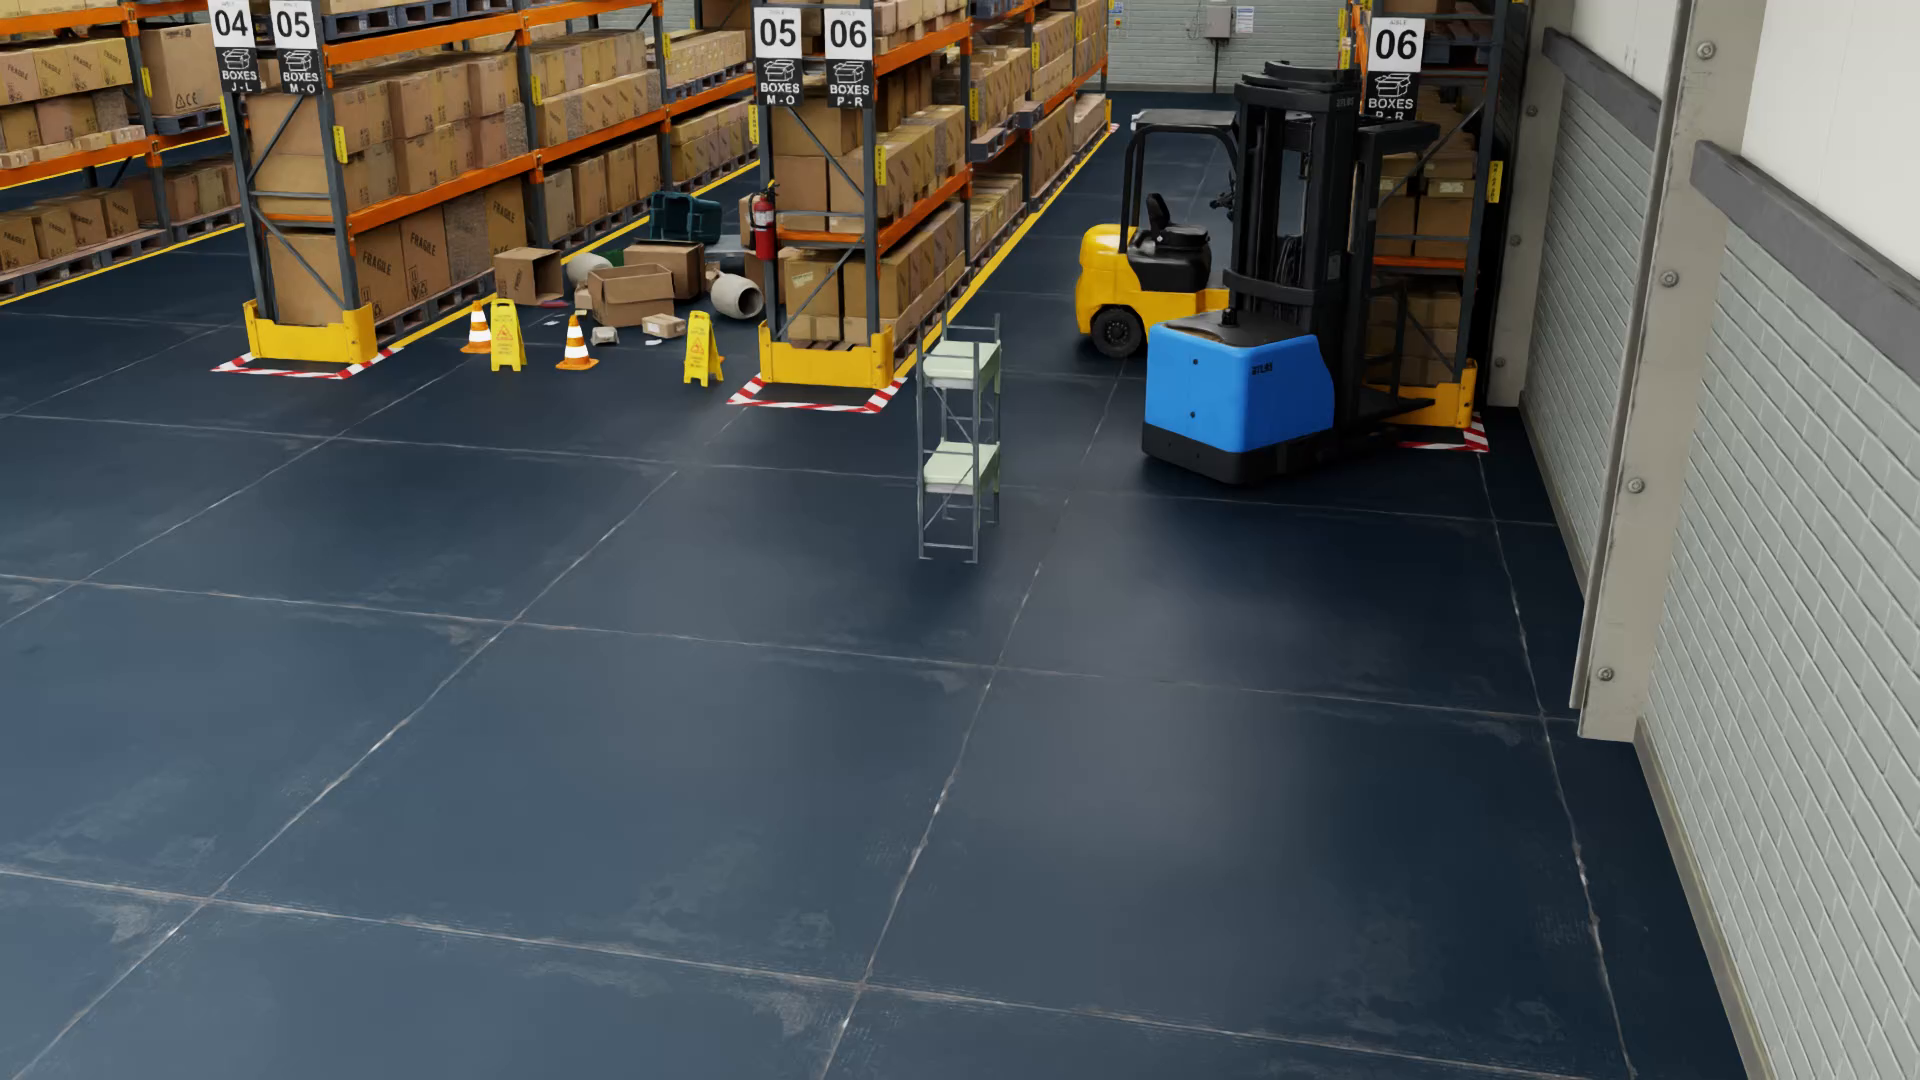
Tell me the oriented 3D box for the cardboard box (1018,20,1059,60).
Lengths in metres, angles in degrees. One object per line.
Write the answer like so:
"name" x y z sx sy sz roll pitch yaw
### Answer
"cardboard box" 1.086 -6.949 23.120 0.500 0.500 0.500 5 22 12

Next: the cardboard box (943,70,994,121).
"cardboard box" 0.089 -4.972 18.589 0.500 0.500 0.500 5 22 11

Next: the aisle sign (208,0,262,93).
"aisle sign" -6.380 -4.340 14.635 0.394 0.787 0.004 4 22 11

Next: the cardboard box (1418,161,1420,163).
"cardboard box" 4.322 -3.187 15.117 0.500 0.500 0.500 5 22 12

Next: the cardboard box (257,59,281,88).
"cardboard box" -9.361 -6.307 22.302 0.700 0.500 0.500 8 23 19

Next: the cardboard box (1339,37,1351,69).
"cardboard box" 5.786 -6.890 23.750 0.700 0.500 0.500 5 22 12

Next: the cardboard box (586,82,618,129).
"cardboard box" -4.574 -5.371 20.541 0.500 0.500 0.500 5 22 12

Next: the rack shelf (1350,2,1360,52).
"rack shelf" 4.879 -5.672 18.369 1.077 0.370 4.000 4 22 11

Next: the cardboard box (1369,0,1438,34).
"cardboard box" 3.506 -4.279 13.119 0.500 0.500 0.500 5 23 13

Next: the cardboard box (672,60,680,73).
"cardboard box" -4.091 -6.540 22.953 0.380 0.149 0.250 6 23 13

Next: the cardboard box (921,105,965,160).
"cardboard box" -0.236 -4.263 17.390 0.500 0.500 0.500 4 22 10

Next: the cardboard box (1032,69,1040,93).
"cardboard box" 0.772 -6.051 21.895 0.500 0.250 0.500 4 22 11

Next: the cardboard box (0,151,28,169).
"cardboard box" -10.214 -4.063 17.763 0.380 0.149 0.250 4 22 11

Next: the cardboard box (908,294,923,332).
"cardboard box" -0.658 -2.176 15.860 0.500 0.250 0.500 5 23 13

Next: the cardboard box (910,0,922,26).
"cardboard box" -0.648 -4.795 15.030 0.500 0.250 0.500 5 22 12

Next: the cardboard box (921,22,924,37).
"cardboard box" -0.546 -4.741 15.430 0.380 0.149 0.250 4 22 9

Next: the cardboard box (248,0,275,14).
"cardboard box" -6.336 -4.801 14.883 0.380 0.149 0.250 4 22 11

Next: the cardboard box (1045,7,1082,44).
"cardboard box" 1.578 -7.851 25.361 0.500 0.500 0.500 5 22 11

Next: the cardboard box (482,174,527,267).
"cardboard box" -5.452 -3.585 18.521 0.875 0.875 0.875 5 22 12

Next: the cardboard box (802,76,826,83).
"cardboard box" -1.201 -4.027 15.468 0.700 0.500 0.500 4 22 10

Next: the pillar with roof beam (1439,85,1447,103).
"pillar with roof beam" 2.913 -10.105 24.399 9.100 9.000 0.400 4 22 11

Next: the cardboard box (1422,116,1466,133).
"cardboard box" 4.507 -3.852 15.503 0.380 0.149 0.250 4 22 10

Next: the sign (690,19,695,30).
"sign" -4.156 -7.966 25.959 0.100 0.325 0.005 4 22 11

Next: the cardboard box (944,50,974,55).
"cardboard box" 0.009 -5.764 20.555 0.500 0.500 0.500 6 23 14

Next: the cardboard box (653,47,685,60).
"cardboard box" -4.049 -6.759 23.099 0.380 0.149 0.250 4 22 11

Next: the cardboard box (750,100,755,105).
"cardboard box" -3.611 -7.307 27.939 0.380 0.149 0.250 4 22 9

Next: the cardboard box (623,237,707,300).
"cardboard box" -3.143 -2.880 17.649 0.797 0.637 0.503 4 22 11

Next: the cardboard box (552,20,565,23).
"cardboard box" -7.484 -9.622 30.028 0.500 0.500 0.500 5 22 12

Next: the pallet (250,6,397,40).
"pallet" -5.931 -4.760 15.260 1.003 0.211 1.213 4 22 11

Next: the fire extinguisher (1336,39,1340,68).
"fire extinguisher" 6.497 -8.151 28.181 0.296 0.674 0.183 4 22 11

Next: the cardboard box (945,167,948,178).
"cardboard box" -0.330 -3.821 17.162 0.380 0.149 0.250 5 22 11

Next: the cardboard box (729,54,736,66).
"cardboard box" -3.616 -7.258 25.133 0.380 0.149 0.250 4 22 11

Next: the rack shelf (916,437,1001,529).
"rack shelf" -0.001 -0.391 11.189 0.431 0.370 0.720 4 22 11

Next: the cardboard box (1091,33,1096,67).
"cardboard box" 1.915 -7.937 26.912 0.500 0.500 0.500 5 22 13

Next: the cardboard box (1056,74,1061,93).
"cardboard box" 1.172 -6.563 23.836 0.500 0.250 0.500 4 22 9

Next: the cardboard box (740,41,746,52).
"cardboard box" -3.511 -7.582 25.539 0.380 0.149 0.250 5 23 13

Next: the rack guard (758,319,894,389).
"rack guard" -1.190 -1.665 14.819 1.175 0.500 0.348 4 22 11

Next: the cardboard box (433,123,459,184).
"cardboard box" -5.645 -3.941 16.923 0.875 0.550 0.500 4 22 11

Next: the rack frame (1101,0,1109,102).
"rack frame" 2.060 -8.648 28.812 1.000 3.000 0.127 4 22 11

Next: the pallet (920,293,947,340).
"pallet" -0.738 -2.270 16.708 1.003 0.211 1.213 4 22 11

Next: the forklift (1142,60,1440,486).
"forklift" 2.887 -2.182 12.848 3.031 2.935 1.130 -16 27 -34

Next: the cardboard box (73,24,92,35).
"cardboard box" -17.164 -10.022 32.089 0.500 0.500 0.500 5 23 13

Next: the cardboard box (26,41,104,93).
"cardboard box" -10.014 -5.295 18.615 0.500 0.500 0.500 4 22 11

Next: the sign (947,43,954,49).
"sign" -0.117 -6.301 21.433 0.100 0.325 0.005 4 22 11

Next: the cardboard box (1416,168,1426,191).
"cardboard box" 3.966 -2.966 13.702 0.380 0.149 0.250 4 22 11

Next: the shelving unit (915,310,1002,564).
"shelving unit" -0.001 -0.693 11.067 0.431 1.500 0.755 4 22 11

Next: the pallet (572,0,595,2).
"pallet" -4.744 -6.718 20.257 1.003 0.211 1.213 6 23 13

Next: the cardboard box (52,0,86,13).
"cardboard box" -10.045 -5.960 18.323 0.500 0.250 0.500 5 22 12

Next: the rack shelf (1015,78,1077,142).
"rack shelf" 0.835 -6.120 23.498 1.077 0.370 4.000 4 22 11

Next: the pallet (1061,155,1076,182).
"pallet" 1.160 -5.604 24.986 1.003 0.211 1.213 4 22 11

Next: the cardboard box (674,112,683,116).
"cardboard box" -4.345 -6.086 24.231 0.500 0.250 0.500 5 22 12

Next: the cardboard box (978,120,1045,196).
"cardboard box" 0.649 -5.178 22.477 0.875 0.875 0.875 4 22 10

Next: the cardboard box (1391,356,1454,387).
"cardboard box" 3.946 -1.504 14.191 0.500 0.250 0.500 5 22 11

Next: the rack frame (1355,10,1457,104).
"rack frame" 4.471 -3.883 16.979 1.000 3.000 0.127 4 22 11

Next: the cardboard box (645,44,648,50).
"cardboard box" -4.630 -6.917 23.490 0.380 0.149 0.250 5 22 13
